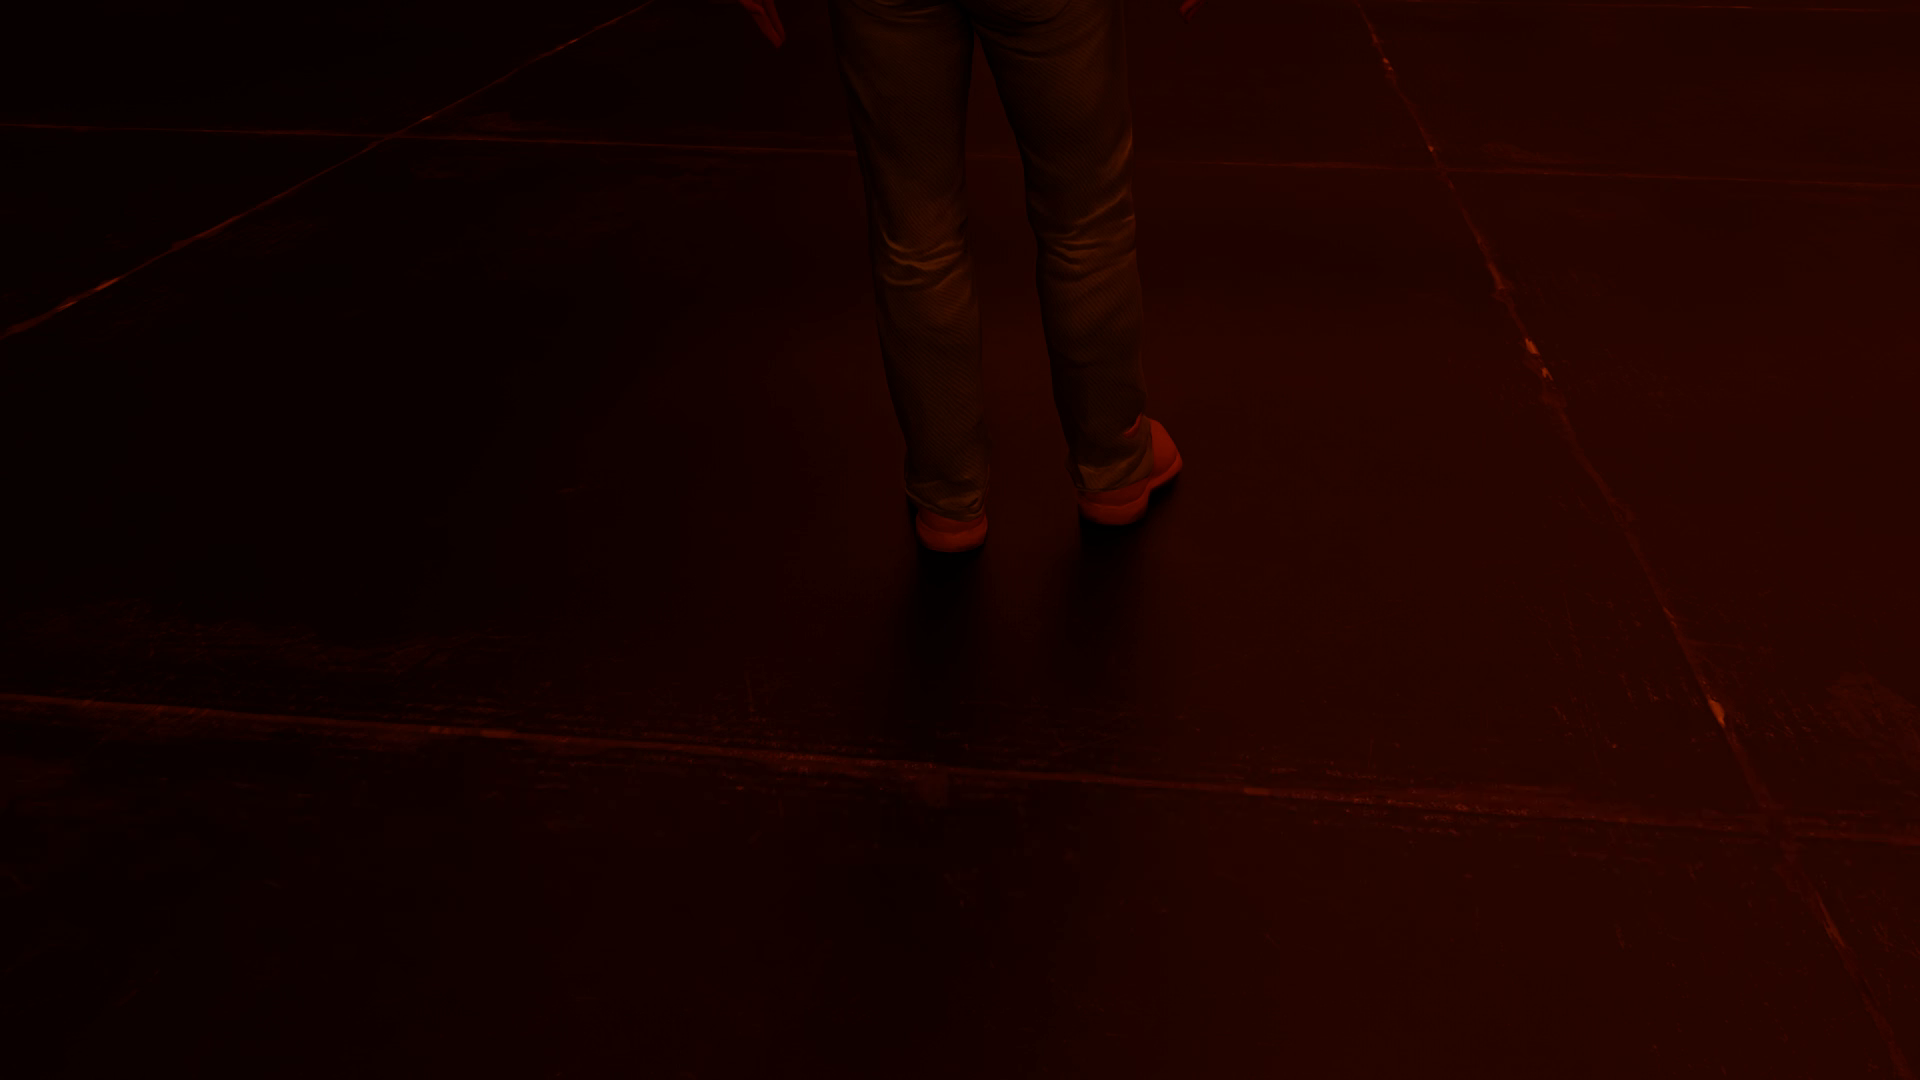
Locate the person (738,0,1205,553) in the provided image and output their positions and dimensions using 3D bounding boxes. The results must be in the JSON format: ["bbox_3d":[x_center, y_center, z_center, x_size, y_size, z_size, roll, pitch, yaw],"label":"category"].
[{"bbox_3d":[0.015,-0.827,2.164,0.665,1.768,0.575,3,27,7],"label":"person"}]
